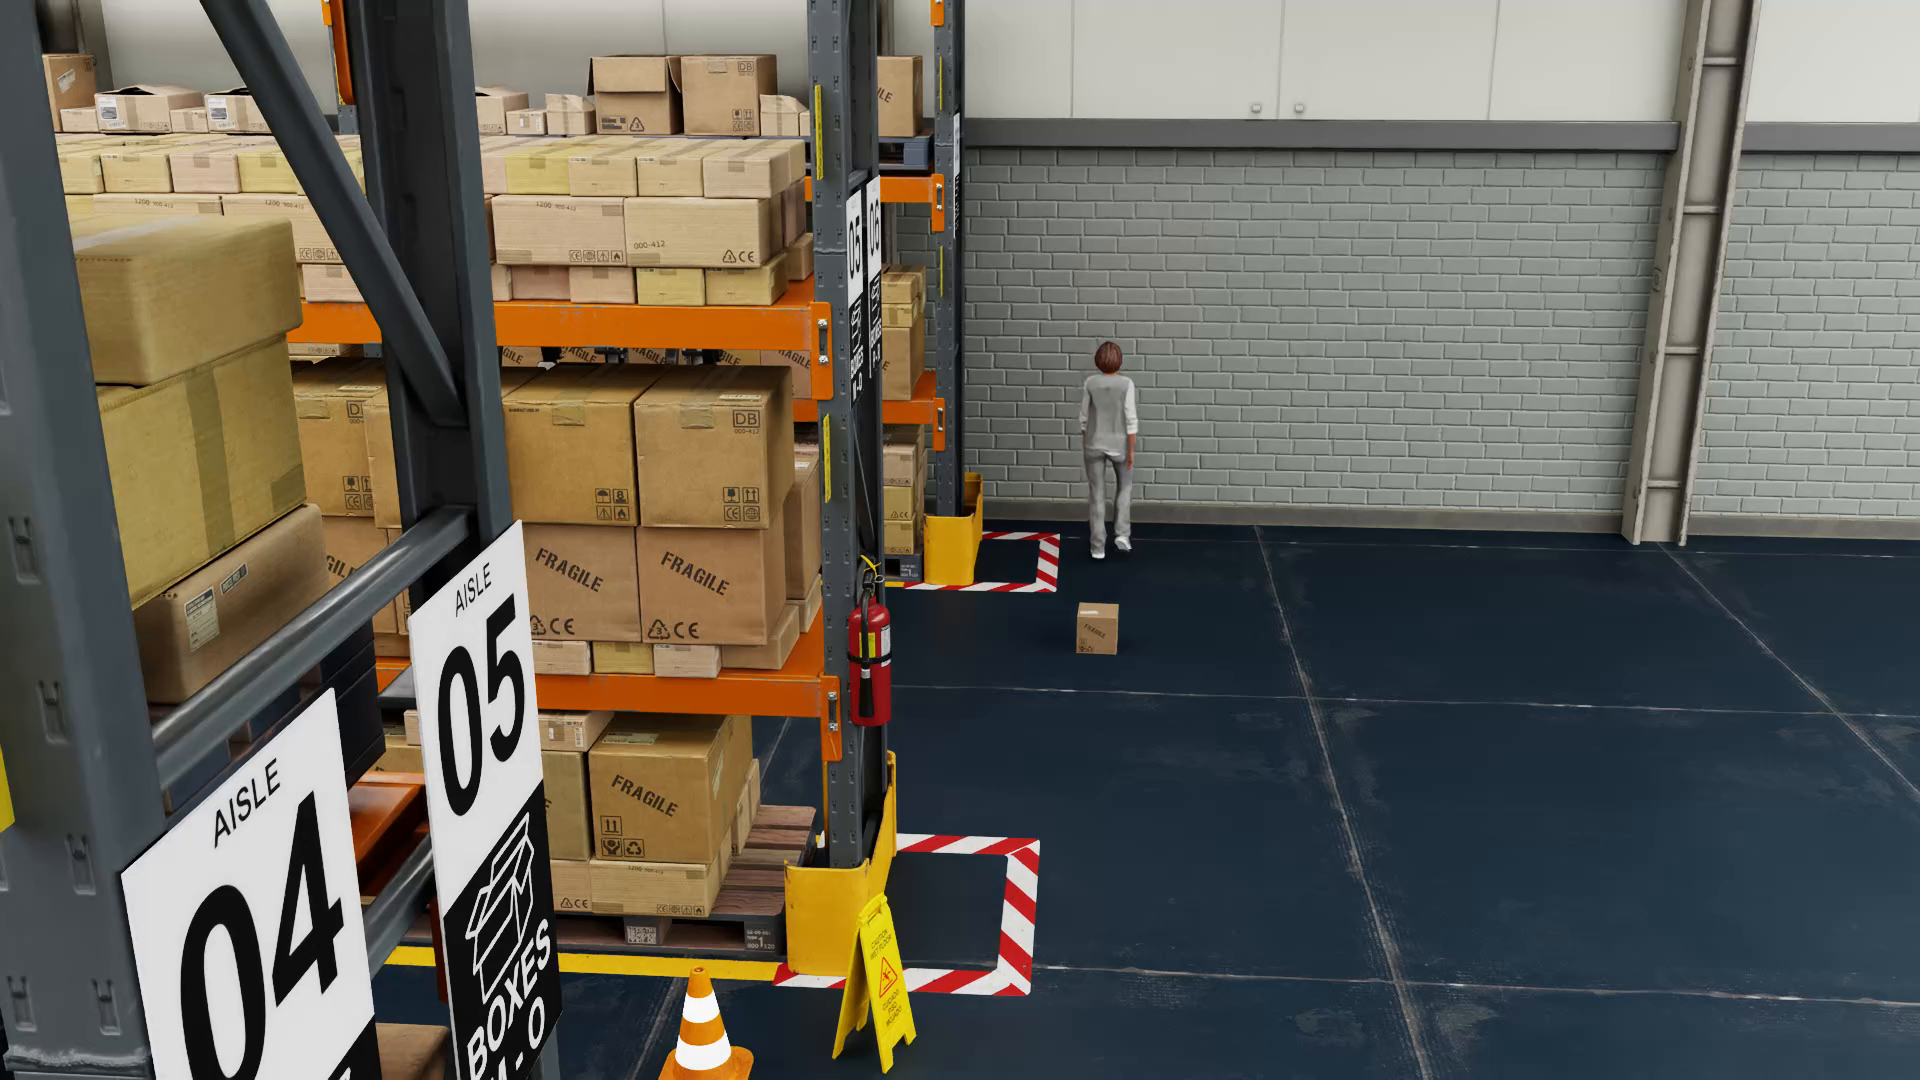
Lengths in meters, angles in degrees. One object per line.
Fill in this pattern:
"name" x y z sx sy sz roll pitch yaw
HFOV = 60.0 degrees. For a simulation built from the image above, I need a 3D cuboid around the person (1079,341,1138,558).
"person" 1.071 -0.637 12.077 0.430 1.652 0.528 3 18 8
